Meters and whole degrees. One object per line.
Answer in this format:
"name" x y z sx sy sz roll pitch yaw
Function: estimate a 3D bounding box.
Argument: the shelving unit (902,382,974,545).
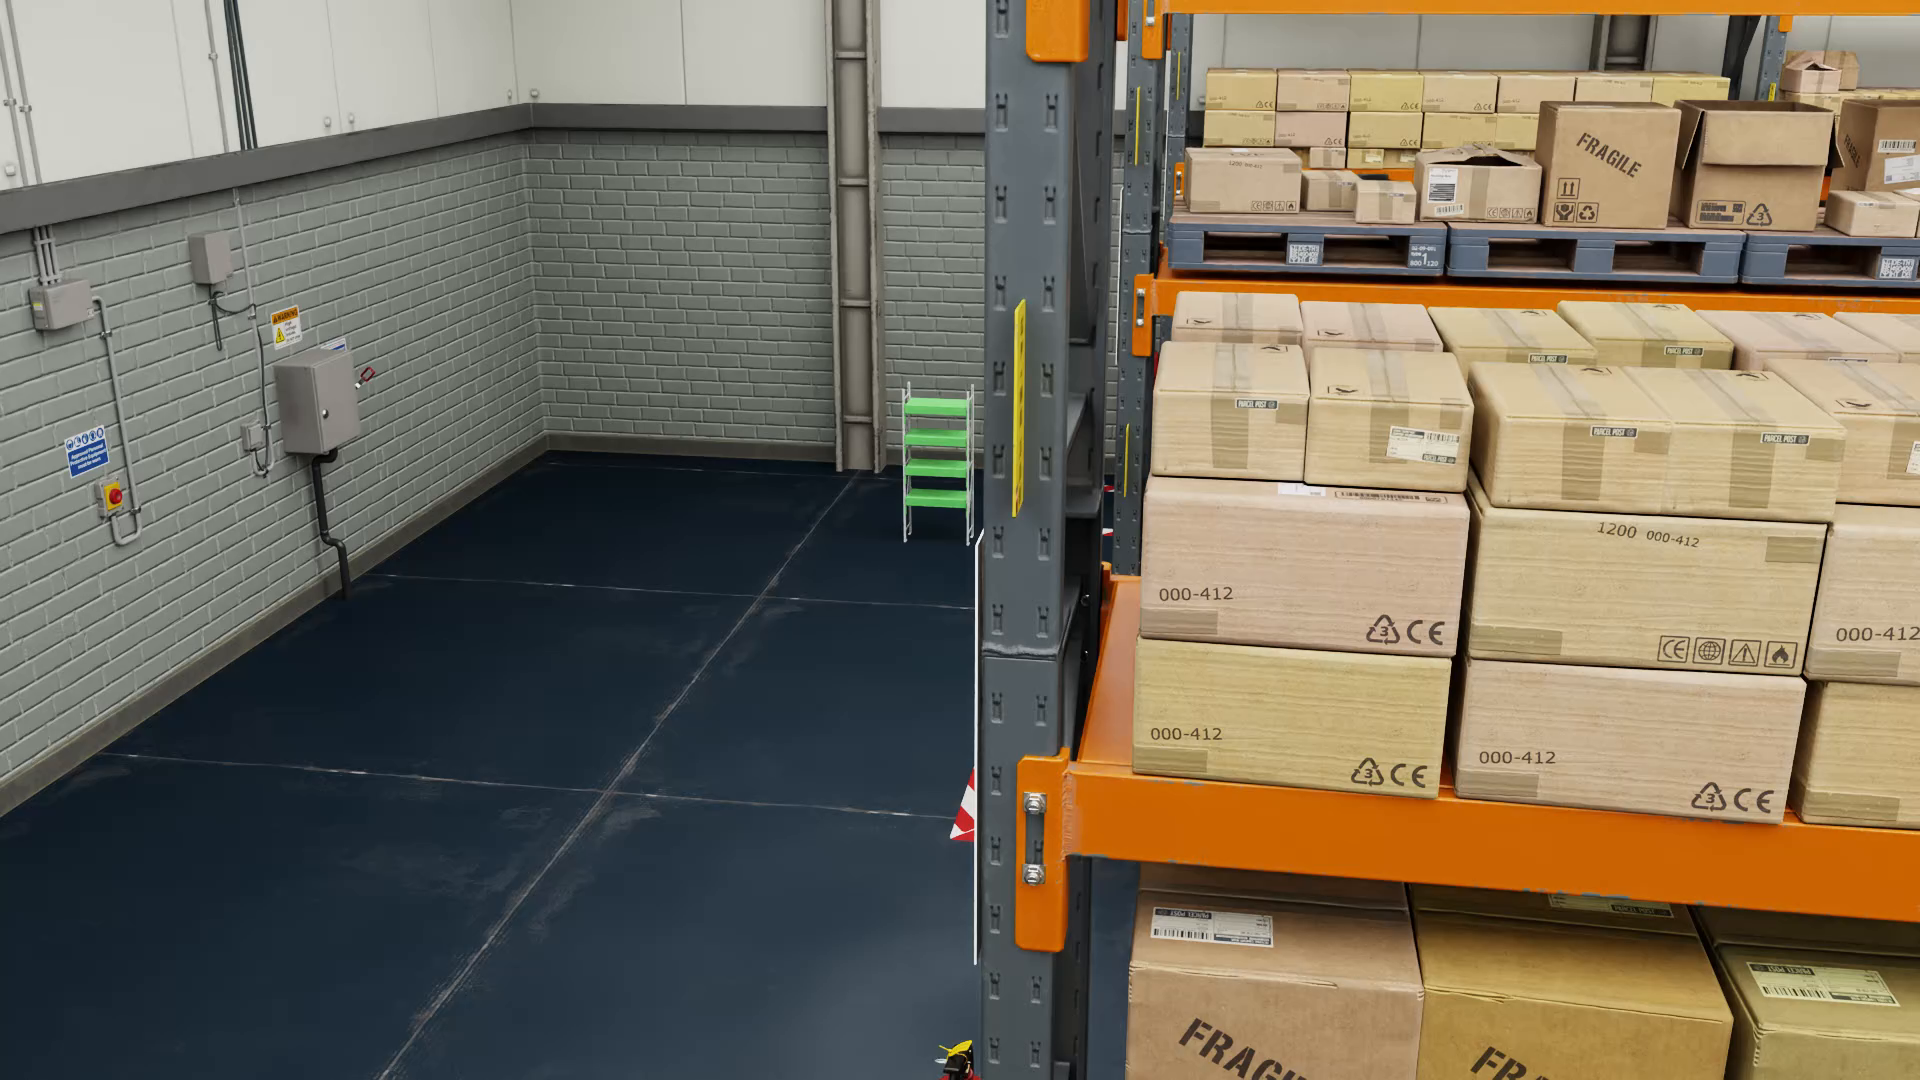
"shelving unit" -0.163 -0.577 12.638 0.503 1.200 0.258 3 19 9

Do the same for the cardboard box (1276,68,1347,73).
"cardboard box" 2.644 -3.416 12.538 0.500 0.250 0.500 2 19 7

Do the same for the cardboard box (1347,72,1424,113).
"cardboard box" 3.043 -3.224 11.963 0.500 0.250 0.500 3 19 8

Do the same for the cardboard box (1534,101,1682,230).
"cardboard box" 2.830 -1.661 7.334 0.500 0.500 0.500 3 19 10

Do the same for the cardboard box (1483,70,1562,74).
"cardboard box" 4.137 -3.337 12.301 0.500 0.250 0.500 3 19 8

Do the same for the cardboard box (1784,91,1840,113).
"cardboard box" 5.822 -2.985 11.378 0.250 0.149 0.380 3 19 10

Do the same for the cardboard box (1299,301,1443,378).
"cardboard box" 0.784 -0.353 3.224 0.250 0.149 0.380 3 19 9

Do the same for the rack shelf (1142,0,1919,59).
"rack shelf" 2.838 -2.306 7.277 4.000 0.370 1.077 3 19 9

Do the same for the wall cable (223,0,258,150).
"wall cable" -4.197 -4.260 11.293 0.133 3.039 2.988 3 19 9

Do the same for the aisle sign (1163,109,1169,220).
"aisle sign" 1.533 -2.792 12.323 0.004 0.787 0.394 3 19 9

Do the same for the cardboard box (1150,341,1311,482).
"cardboard box" 0.462 -0.227 2.846 0.250 0.149 0.380 3 19 8

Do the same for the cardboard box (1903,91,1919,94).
"cardboard box" 6.598 -2.963 11.312 0.250 0.149 0.380 3 19 8

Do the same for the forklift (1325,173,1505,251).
"forklift" 2.962 -0.777 10.507 3.031 2.935 1.130 2 19 7

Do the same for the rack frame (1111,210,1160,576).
"rack frame" 0.863 -0.093 8.352 0.127 3.000 1.000 3 19 9

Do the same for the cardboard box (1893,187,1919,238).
"cardboard box" 4.131 -1.428 7.010 0.258 0.266 0.396 4 19 10

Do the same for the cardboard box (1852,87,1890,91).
"cardboard box" 6.417 -3.143 11.850 0.250 0.149 0.380 3 19 8

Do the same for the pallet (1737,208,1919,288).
"pallet" 4.007 -1.316 7.422 1.213 0.211 1.003 3 19 9

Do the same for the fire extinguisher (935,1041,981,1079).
"fire extinguisher" 0.002 1.520 4.244 0.183 0.674 0.296 3 19 9

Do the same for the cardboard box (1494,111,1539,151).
"cardboard box" 4.061 -2.937 11.894 0.500 0.250 0.500 3 19 10

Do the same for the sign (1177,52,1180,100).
"sign" 1.561 -3.315 11.878 0.005 0.325 0.100 3 19 9

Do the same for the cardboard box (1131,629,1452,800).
"cardboard box" 0.581 0.215 2.943 0.500 0.250 0.500 4 19 11

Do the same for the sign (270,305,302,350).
"sign" -4.444 -1.405 10.972 0.001 0.242 0.339 3 19 9

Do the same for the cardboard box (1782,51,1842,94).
"cardboard box" 5.838 -3.209 11.395 0.258 0.266 0.396 3 19 8

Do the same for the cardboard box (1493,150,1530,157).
"cardboard box" 3.939 -2.752 11.970 0.250 0.149 0.380 3 19 9

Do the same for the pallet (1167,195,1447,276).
"pallet" 1.597 -1.439 7.789 1.213 0.211 1.003 3 19 9

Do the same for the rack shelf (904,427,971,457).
"rack shelf" -0.163 -0.744 12.582 0.480 0.148 0.258 3 19 9

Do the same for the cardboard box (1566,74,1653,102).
"cardboard box" 4.557 -3.149 11.739 0.500 0.250 0.500 3 19 8

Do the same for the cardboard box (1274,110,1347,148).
"cardboard box" 2.547 -3.013 12.121 0.500 0.250 0.500 3 19 10

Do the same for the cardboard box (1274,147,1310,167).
"cardboard box" 2.438 -2.839 12.229 0.250 0.149 0.380 3 19 9

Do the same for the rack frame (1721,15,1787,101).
"rack frame" 5.596 -4.291 11.447 0.127 3.000 1.000 3 19 9

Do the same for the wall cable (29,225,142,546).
"wall cable" -4.708 -0.866 9.013 0.123 1.953 0.585 3 19 9

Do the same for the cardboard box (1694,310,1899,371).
"cardboard box" 1.553 -0.323 3.133 0.250 0.149 0.380 2 19 7

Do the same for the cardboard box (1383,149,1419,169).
"cardboard box" 3.182 -2.790 12.084 0.250 0.149 0.380 3 19 8

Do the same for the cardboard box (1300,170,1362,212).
"cardboard box" 1.749 -1.652 7.862 0.250 0.149 0.380 1 19 4

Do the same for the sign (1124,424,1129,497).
"sign" 0.769 -0.367 7.684 0.005 0.325 0.100 3 19 9

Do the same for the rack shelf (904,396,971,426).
"rack shelf" -0.163 -0.972 12.506 0.480 0.148 0.258 3 19 9

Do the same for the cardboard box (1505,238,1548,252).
"cardboard box" 4.168 -2.030 12.730 0.500 0.500 0.500 2 19 7

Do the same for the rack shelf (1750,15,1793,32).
"rack shelf" 7.571 -3.660 11.324 4.000 0.370 1.077 3 19 9

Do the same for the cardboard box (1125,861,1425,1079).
"cardboard box" 0.579 0.906 3.165 0.500 0.500 0.500 3 19 8

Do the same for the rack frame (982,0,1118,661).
"rack frame" 0.178 -1.382 2.751 0.127 3.000 1.000 3 19 9

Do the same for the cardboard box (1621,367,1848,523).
"cardboard box" 1.207 -0.159 2.644 0.250 0.149 0.380 3 19 9

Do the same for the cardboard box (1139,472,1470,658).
"cardboard box" 0.580 -0.021 2.860 0.500 0.250 0.500 3 19 10
